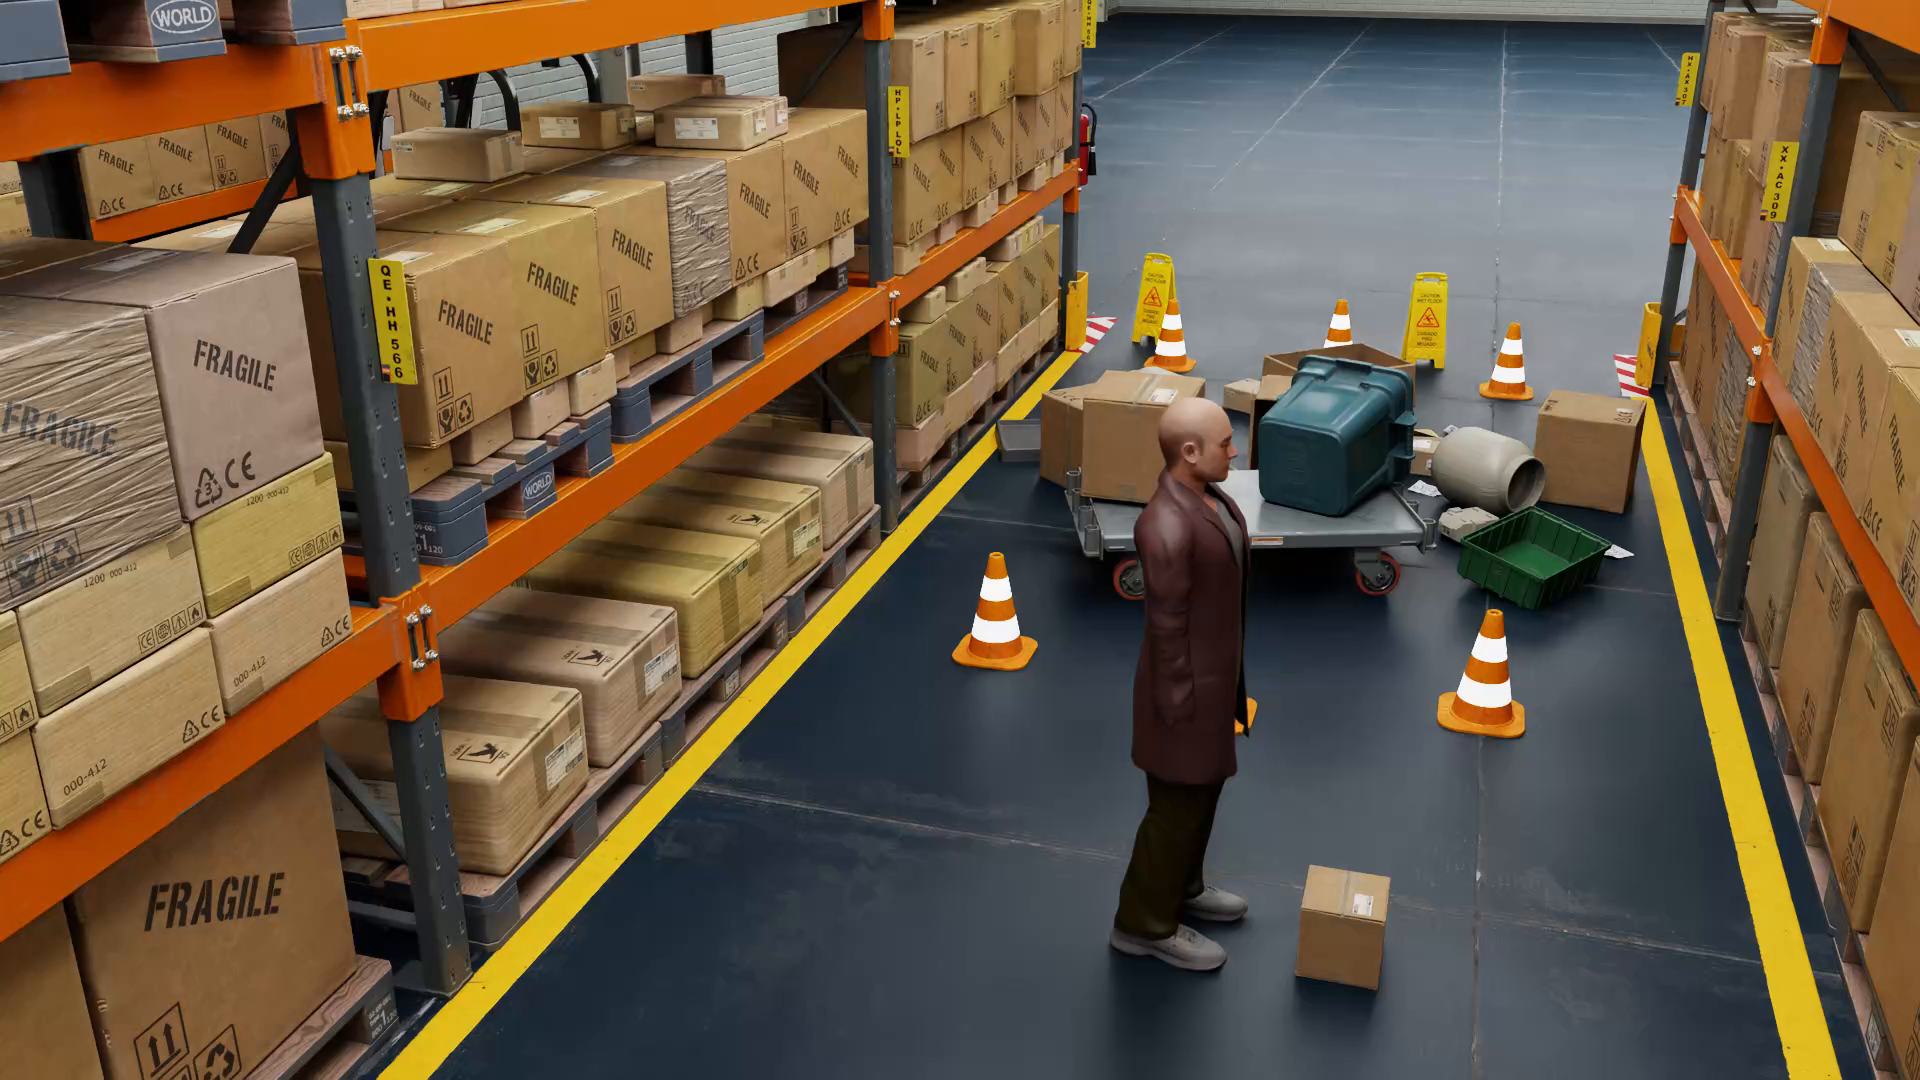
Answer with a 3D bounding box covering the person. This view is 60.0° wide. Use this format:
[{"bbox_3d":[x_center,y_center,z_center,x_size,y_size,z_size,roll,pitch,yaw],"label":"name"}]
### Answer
[{"bbox_3d":[0.708,0.429,5.030,0.396,1.776,0.563,7,23,17],"label":"person"}]
